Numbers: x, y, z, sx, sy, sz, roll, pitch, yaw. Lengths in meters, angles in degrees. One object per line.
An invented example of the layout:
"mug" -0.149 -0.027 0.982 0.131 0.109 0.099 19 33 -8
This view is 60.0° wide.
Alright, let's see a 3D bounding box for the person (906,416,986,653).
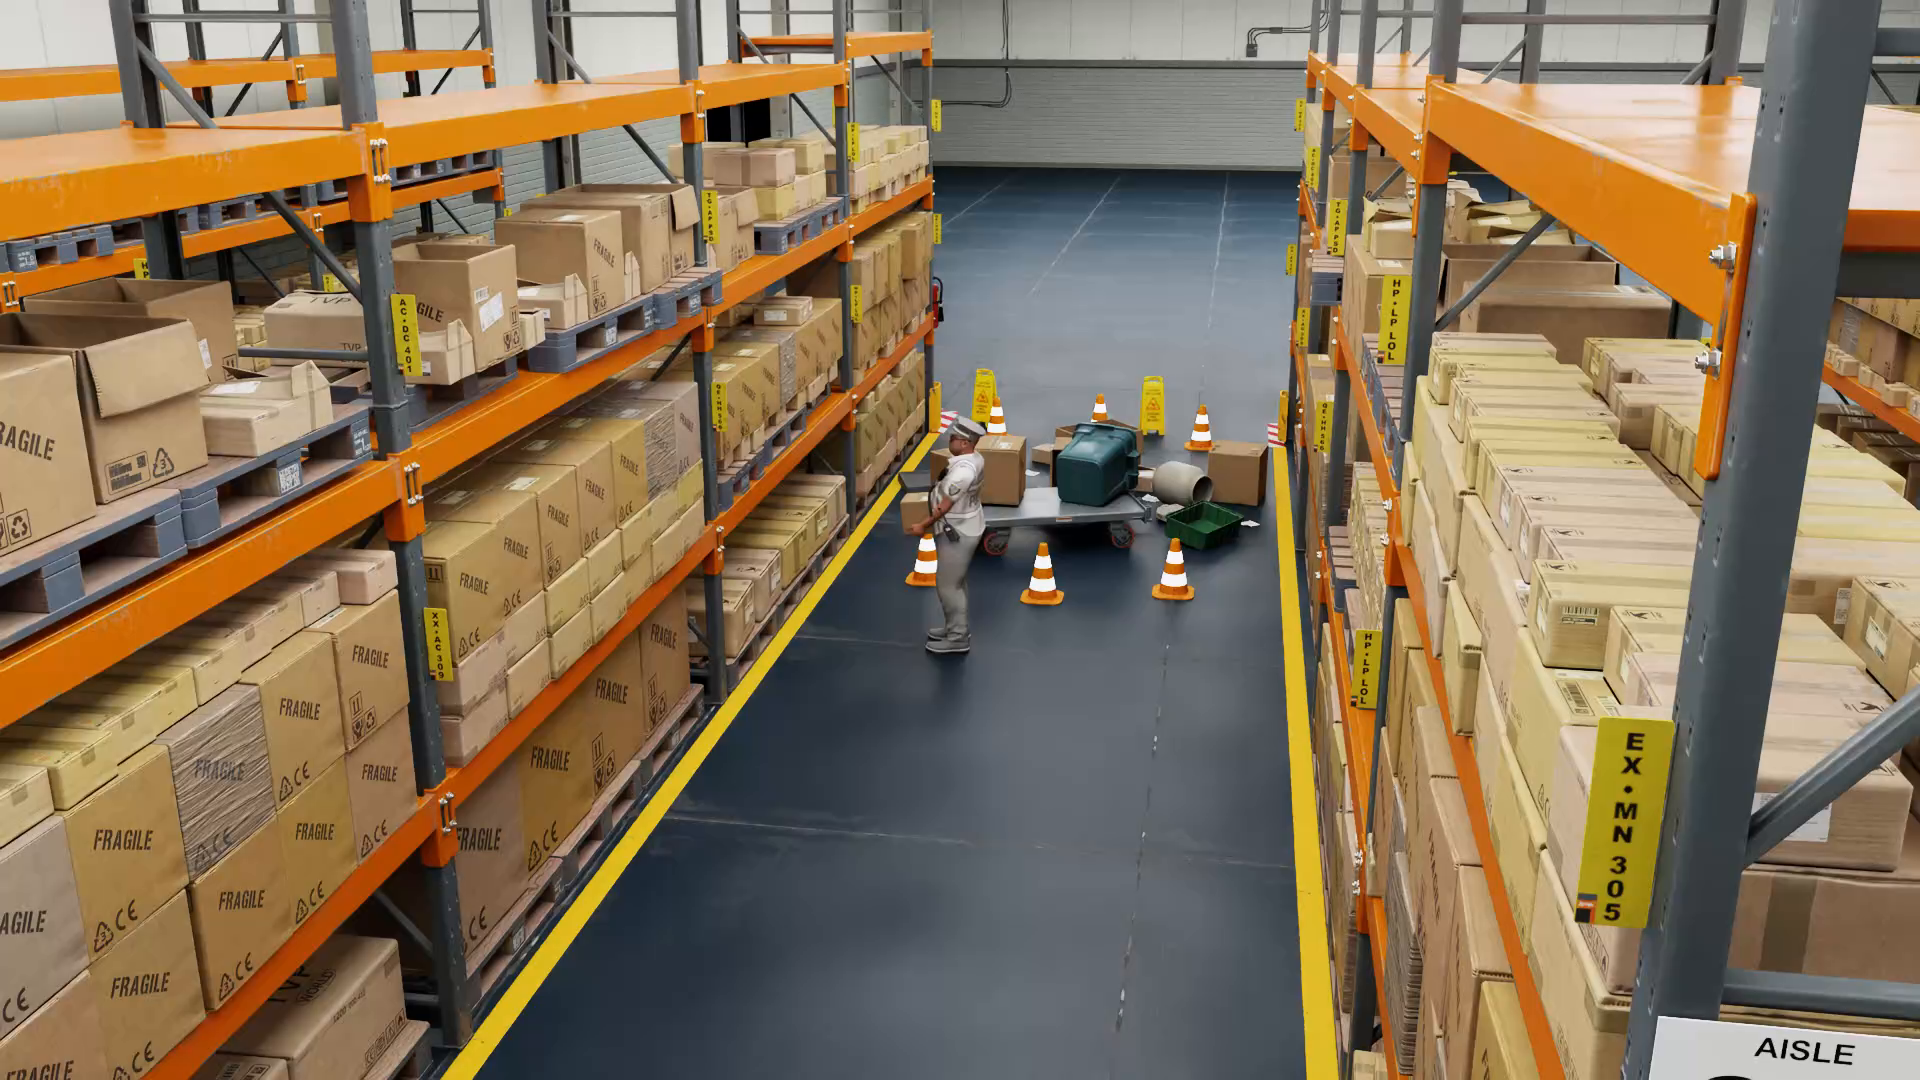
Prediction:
"person" -0.097 -0.057 12.185 0.573 1.768 0.494 3 18 9
